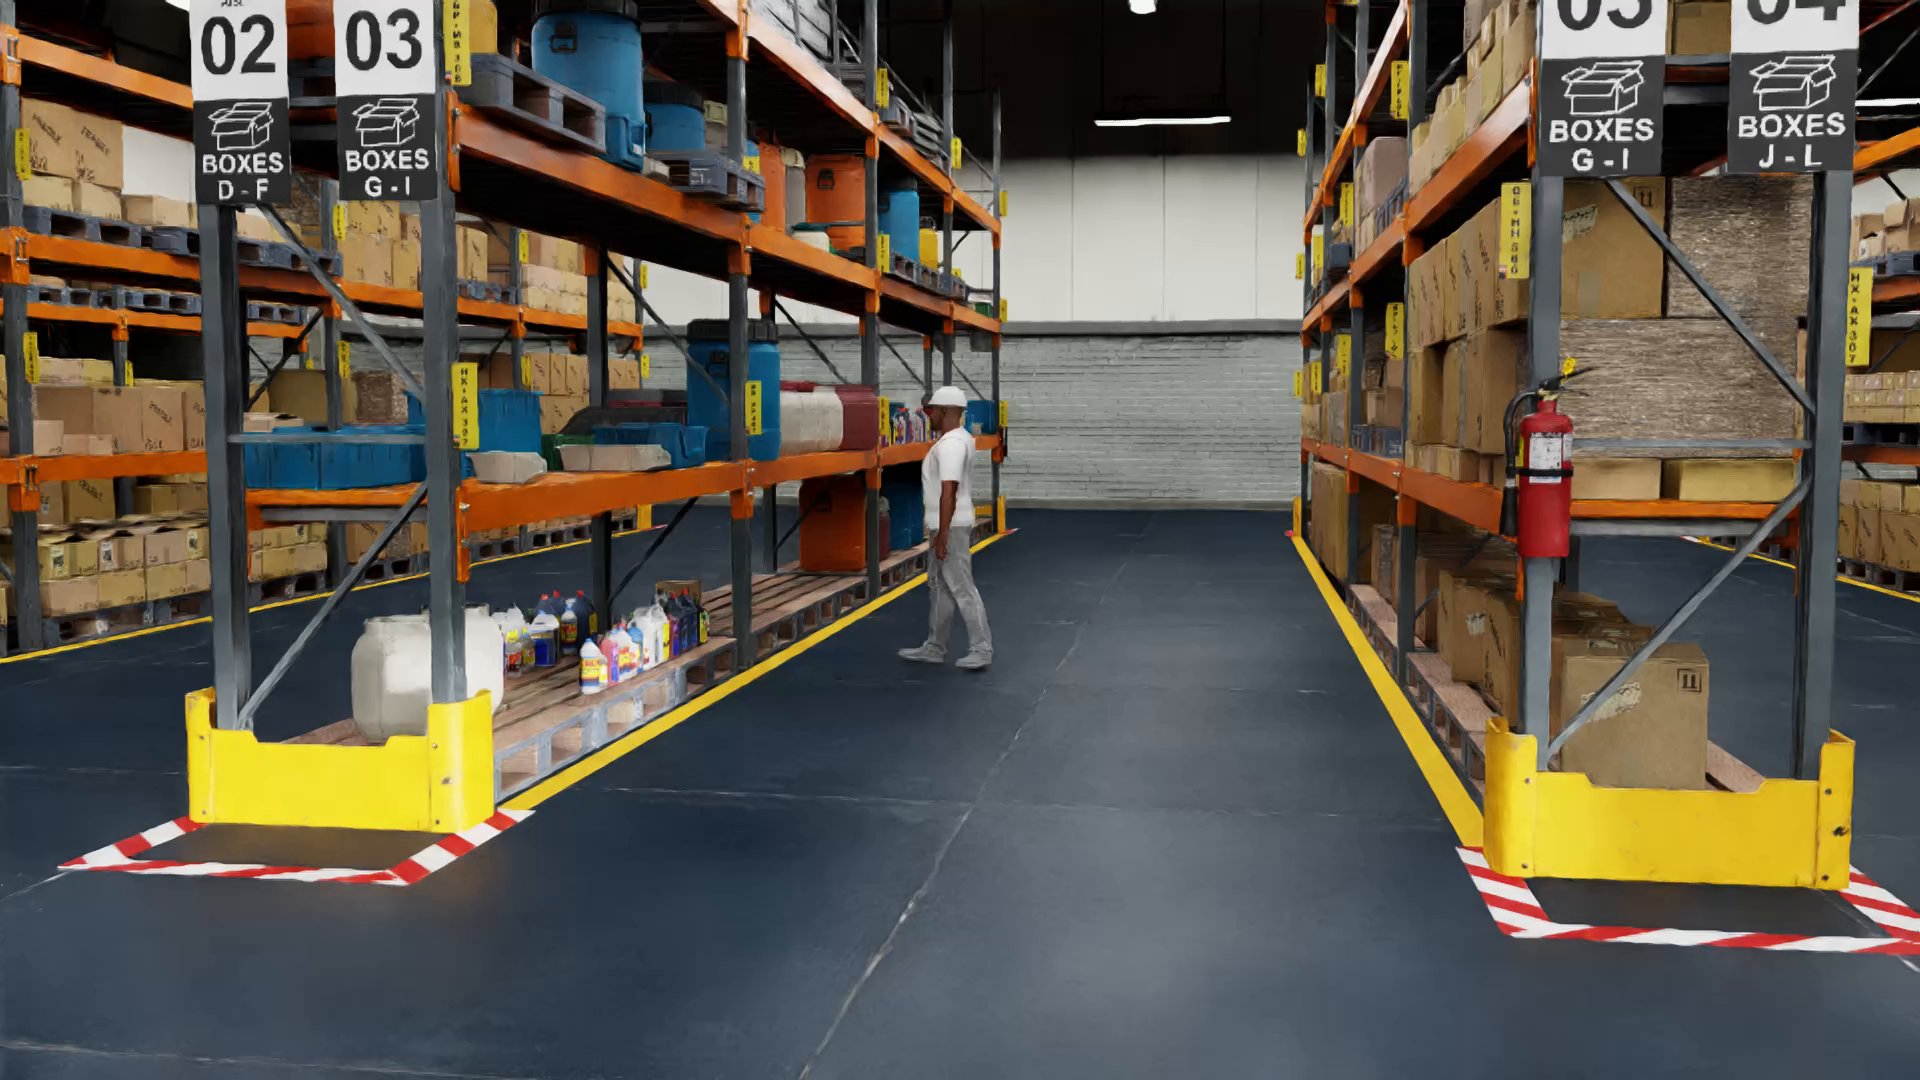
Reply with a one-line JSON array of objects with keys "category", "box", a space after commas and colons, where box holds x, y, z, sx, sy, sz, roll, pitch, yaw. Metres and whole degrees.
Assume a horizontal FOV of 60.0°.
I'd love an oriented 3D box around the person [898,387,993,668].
[{"category": "person", "box": [-0.096, -0.087, 10.560, 0.619, 1.767, 0.765, 0, 4, 2]}]
